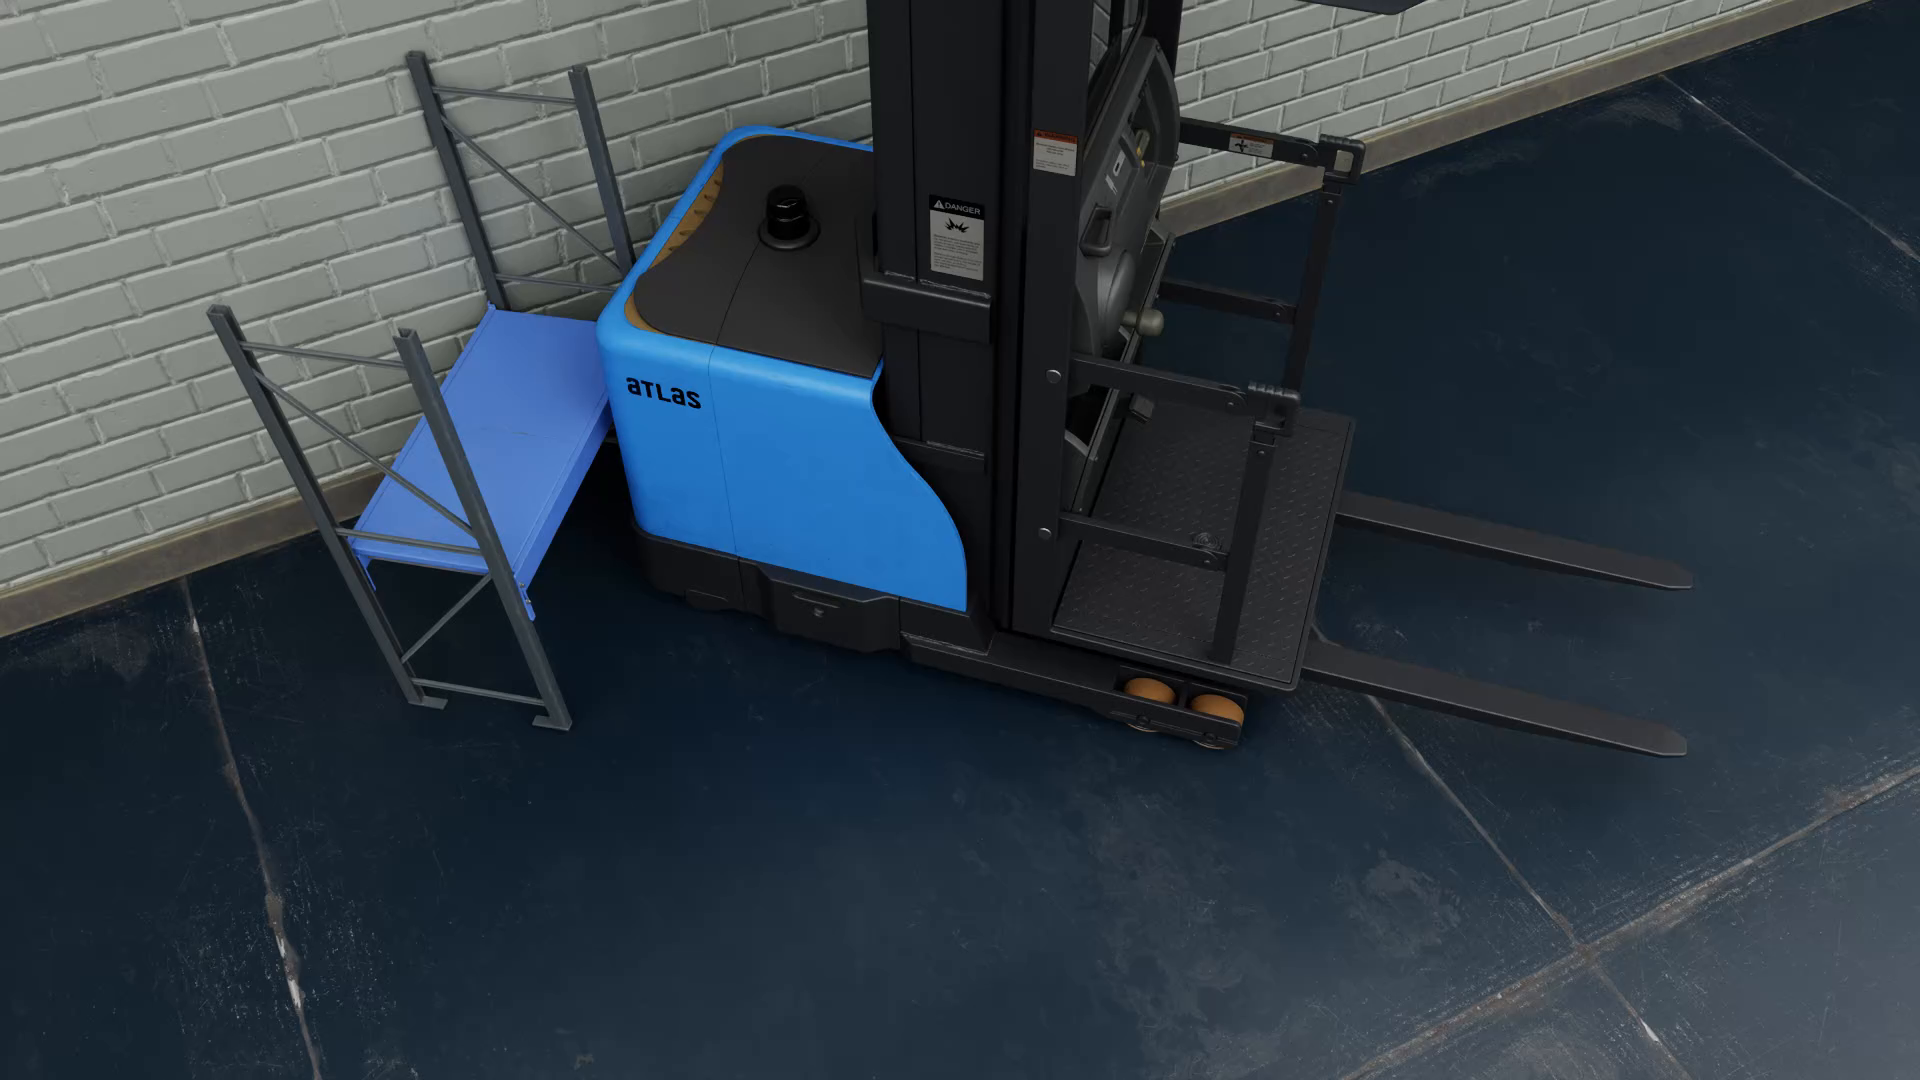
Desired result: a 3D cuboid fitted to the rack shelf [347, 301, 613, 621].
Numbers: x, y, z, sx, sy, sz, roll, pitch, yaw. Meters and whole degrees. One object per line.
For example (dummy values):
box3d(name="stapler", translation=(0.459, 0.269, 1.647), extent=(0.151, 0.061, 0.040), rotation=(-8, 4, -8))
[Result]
box3d(name="rack shelf", translation=(-1.270, -0.252, 4.686), extent=(0.538, 0.185, 1.000), rotation=(8, 50, 11))

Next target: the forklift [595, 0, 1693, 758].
box3d(name="forklift", translation=(0.601, -0.822, 4.022), extent=(3.031, 2.935, 1.130), rotation=(13, 50, 11))

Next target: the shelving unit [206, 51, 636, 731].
box3d(name="shelving unit", translation=(-1.279, -0.369, 4.551), extent=(0.538, 1.500, 1.048), rotation=(8, 50, 11))

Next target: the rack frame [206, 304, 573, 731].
box3d(name="rack frame", translation=(-1.394, 0.009, 4.231), extent=(0.500, 1.500, 0.032), rotation=(8, 50, 11))

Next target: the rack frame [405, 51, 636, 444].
box3d(name="rack frame", translation=(-1.164, -0.747, 4.870), extent=(0.500, 1.500, 0.032), rotation=(8, 50, 11))
